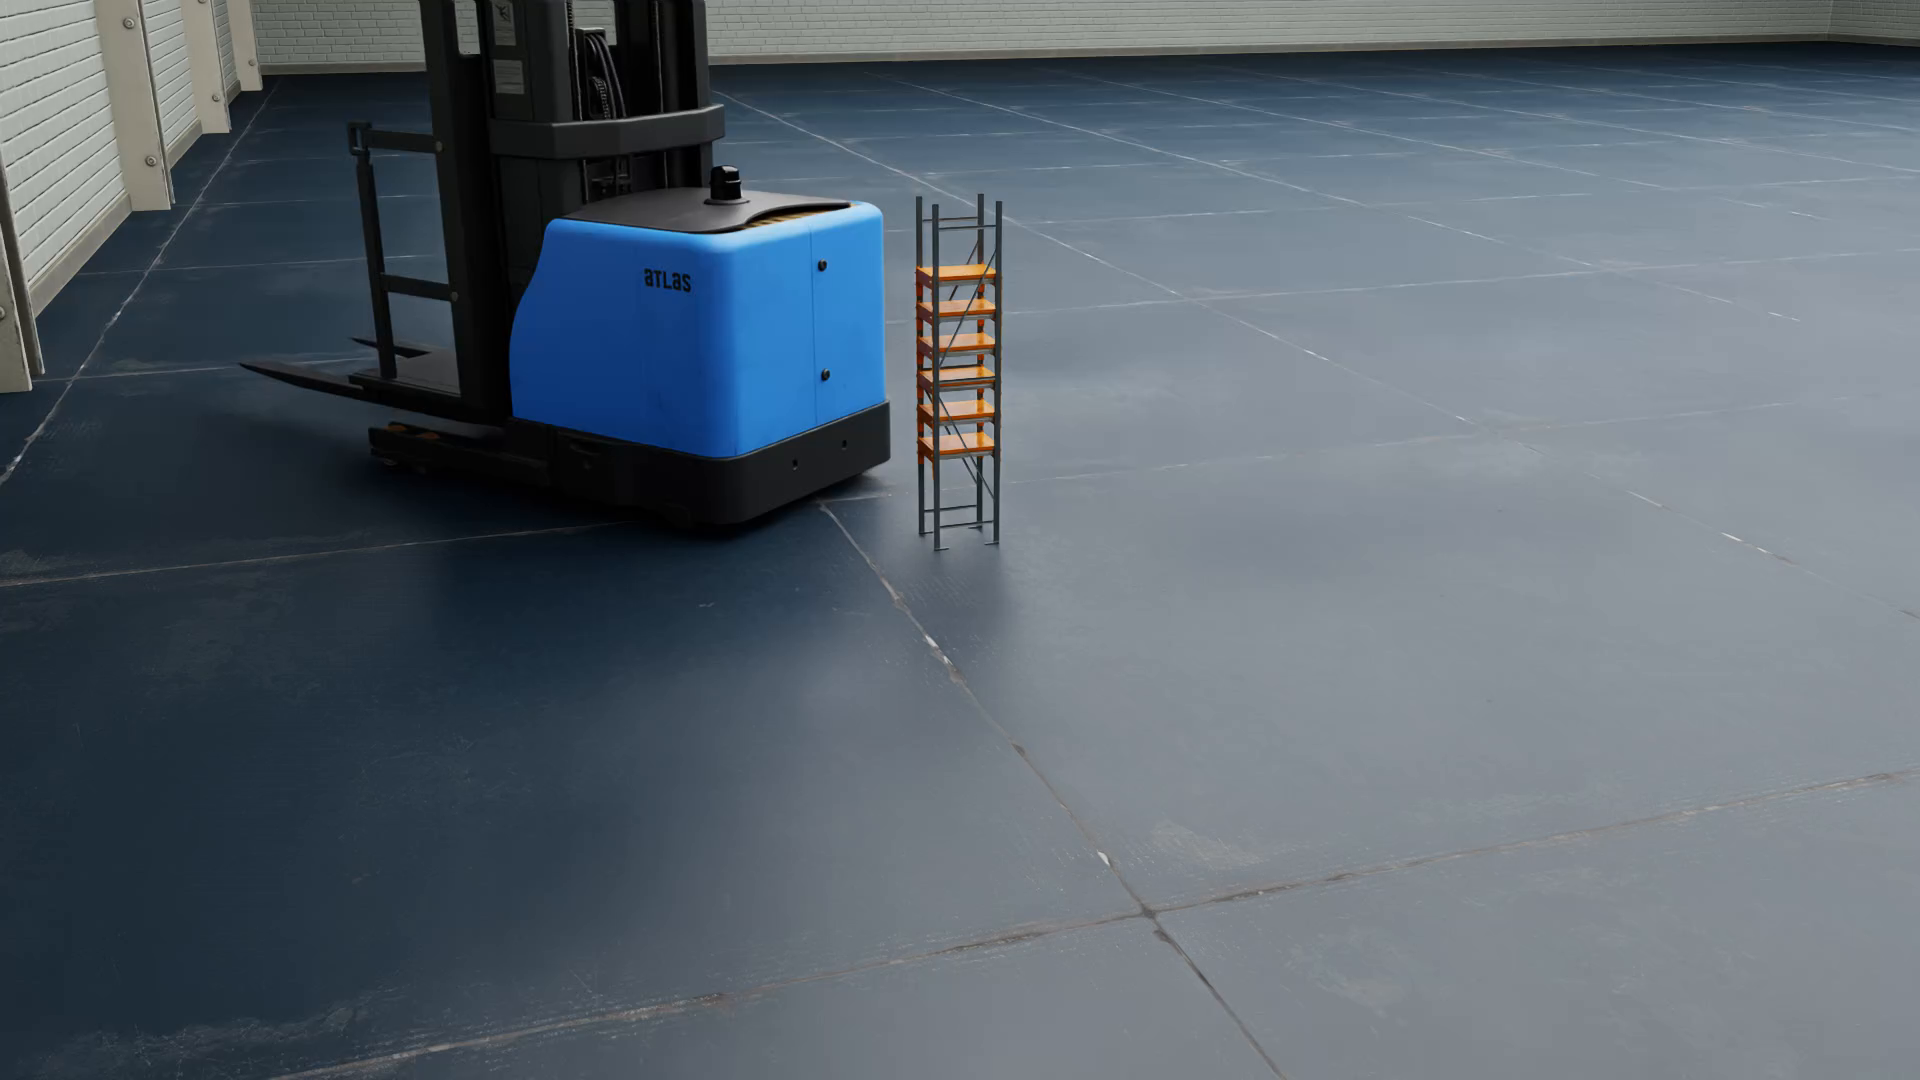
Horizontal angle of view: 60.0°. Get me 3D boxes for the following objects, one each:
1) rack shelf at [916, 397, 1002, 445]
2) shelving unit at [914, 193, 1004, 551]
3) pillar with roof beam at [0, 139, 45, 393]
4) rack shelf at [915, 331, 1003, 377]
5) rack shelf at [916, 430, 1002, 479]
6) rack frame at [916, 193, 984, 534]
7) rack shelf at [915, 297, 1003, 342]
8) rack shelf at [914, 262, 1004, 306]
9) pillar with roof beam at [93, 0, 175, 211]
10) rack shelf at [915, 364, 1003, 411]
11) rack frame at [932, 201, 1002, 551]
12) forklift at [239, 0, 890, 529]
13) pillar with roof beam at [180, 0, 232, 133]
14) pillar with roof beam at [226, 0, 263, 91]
[{"bbox_3d":[-0.005,-0.415,5.782,0.258,0.103,0.180,-6,21,-17],"label":"rack shelf"},{"bbox_3d":[-0.005,-0.569,5.727,0.258,1.200,0.189,-6,21,-17],"label":"shelving unit"},{"bbox_3d":[-0.532,-5.447,7.770,9.100,9.000,0.400,-6,21,-17],"label":"pillar with roof beam"},{"bbox_3d":[-0.005,-0.640,5.701,0.258,0.103,0.180,-6,21,-17],"label":"rack shelf"},{"bbox_3d":[-0.005,-0.302,5.823,0.258,0.103,0.180,-6,21,-17],"label":"rack shelf"},{"bbox_3d":[-0.033,-0.599,5.808,0.240,1.200,0.006,-6,21,-17],"label":"rack frame"},{"bbox_3d":[-0.005,-0.753,5.660,0.258,0.103,0.180,-6,21,-17],"label":"rack shelf"},{"bbox_3d":[-0.005,-0.866,5.620,0.258,0.103,0.180,-6,21,-17],"label":"rack shelf"},{"bbox_3d":[-2.418,-7.373,13.131,9.100,9.000,0.400,-6,21,-17],"label":"pillar with roof beam"},{"bbox_3d":[-0.005,-0.528,5.742,0.258,0.103,0.180,-6,21,-17],"label":"rack shelf"},{"bbox_3d":[0.024,-0.540,5.645,0.240,1.200,0.006,-6,21,-17],"label":"rack frame"},{"bbox_3d":[-1.791,-1.780,6.536,3.031,2.935,1.130,12,23,31],"label":"forklift"},{"bbox_3d":[-4.304,-9.298,18.491,9.100,9.000,0.400,-6,21,-17],"label":"pillar with roof beam"},{"bbox_3d":[-6.189,-11.224,23.852,9.100,9.000,0.400,-6,21,-17],"label":"pillar with roof beam"}]
